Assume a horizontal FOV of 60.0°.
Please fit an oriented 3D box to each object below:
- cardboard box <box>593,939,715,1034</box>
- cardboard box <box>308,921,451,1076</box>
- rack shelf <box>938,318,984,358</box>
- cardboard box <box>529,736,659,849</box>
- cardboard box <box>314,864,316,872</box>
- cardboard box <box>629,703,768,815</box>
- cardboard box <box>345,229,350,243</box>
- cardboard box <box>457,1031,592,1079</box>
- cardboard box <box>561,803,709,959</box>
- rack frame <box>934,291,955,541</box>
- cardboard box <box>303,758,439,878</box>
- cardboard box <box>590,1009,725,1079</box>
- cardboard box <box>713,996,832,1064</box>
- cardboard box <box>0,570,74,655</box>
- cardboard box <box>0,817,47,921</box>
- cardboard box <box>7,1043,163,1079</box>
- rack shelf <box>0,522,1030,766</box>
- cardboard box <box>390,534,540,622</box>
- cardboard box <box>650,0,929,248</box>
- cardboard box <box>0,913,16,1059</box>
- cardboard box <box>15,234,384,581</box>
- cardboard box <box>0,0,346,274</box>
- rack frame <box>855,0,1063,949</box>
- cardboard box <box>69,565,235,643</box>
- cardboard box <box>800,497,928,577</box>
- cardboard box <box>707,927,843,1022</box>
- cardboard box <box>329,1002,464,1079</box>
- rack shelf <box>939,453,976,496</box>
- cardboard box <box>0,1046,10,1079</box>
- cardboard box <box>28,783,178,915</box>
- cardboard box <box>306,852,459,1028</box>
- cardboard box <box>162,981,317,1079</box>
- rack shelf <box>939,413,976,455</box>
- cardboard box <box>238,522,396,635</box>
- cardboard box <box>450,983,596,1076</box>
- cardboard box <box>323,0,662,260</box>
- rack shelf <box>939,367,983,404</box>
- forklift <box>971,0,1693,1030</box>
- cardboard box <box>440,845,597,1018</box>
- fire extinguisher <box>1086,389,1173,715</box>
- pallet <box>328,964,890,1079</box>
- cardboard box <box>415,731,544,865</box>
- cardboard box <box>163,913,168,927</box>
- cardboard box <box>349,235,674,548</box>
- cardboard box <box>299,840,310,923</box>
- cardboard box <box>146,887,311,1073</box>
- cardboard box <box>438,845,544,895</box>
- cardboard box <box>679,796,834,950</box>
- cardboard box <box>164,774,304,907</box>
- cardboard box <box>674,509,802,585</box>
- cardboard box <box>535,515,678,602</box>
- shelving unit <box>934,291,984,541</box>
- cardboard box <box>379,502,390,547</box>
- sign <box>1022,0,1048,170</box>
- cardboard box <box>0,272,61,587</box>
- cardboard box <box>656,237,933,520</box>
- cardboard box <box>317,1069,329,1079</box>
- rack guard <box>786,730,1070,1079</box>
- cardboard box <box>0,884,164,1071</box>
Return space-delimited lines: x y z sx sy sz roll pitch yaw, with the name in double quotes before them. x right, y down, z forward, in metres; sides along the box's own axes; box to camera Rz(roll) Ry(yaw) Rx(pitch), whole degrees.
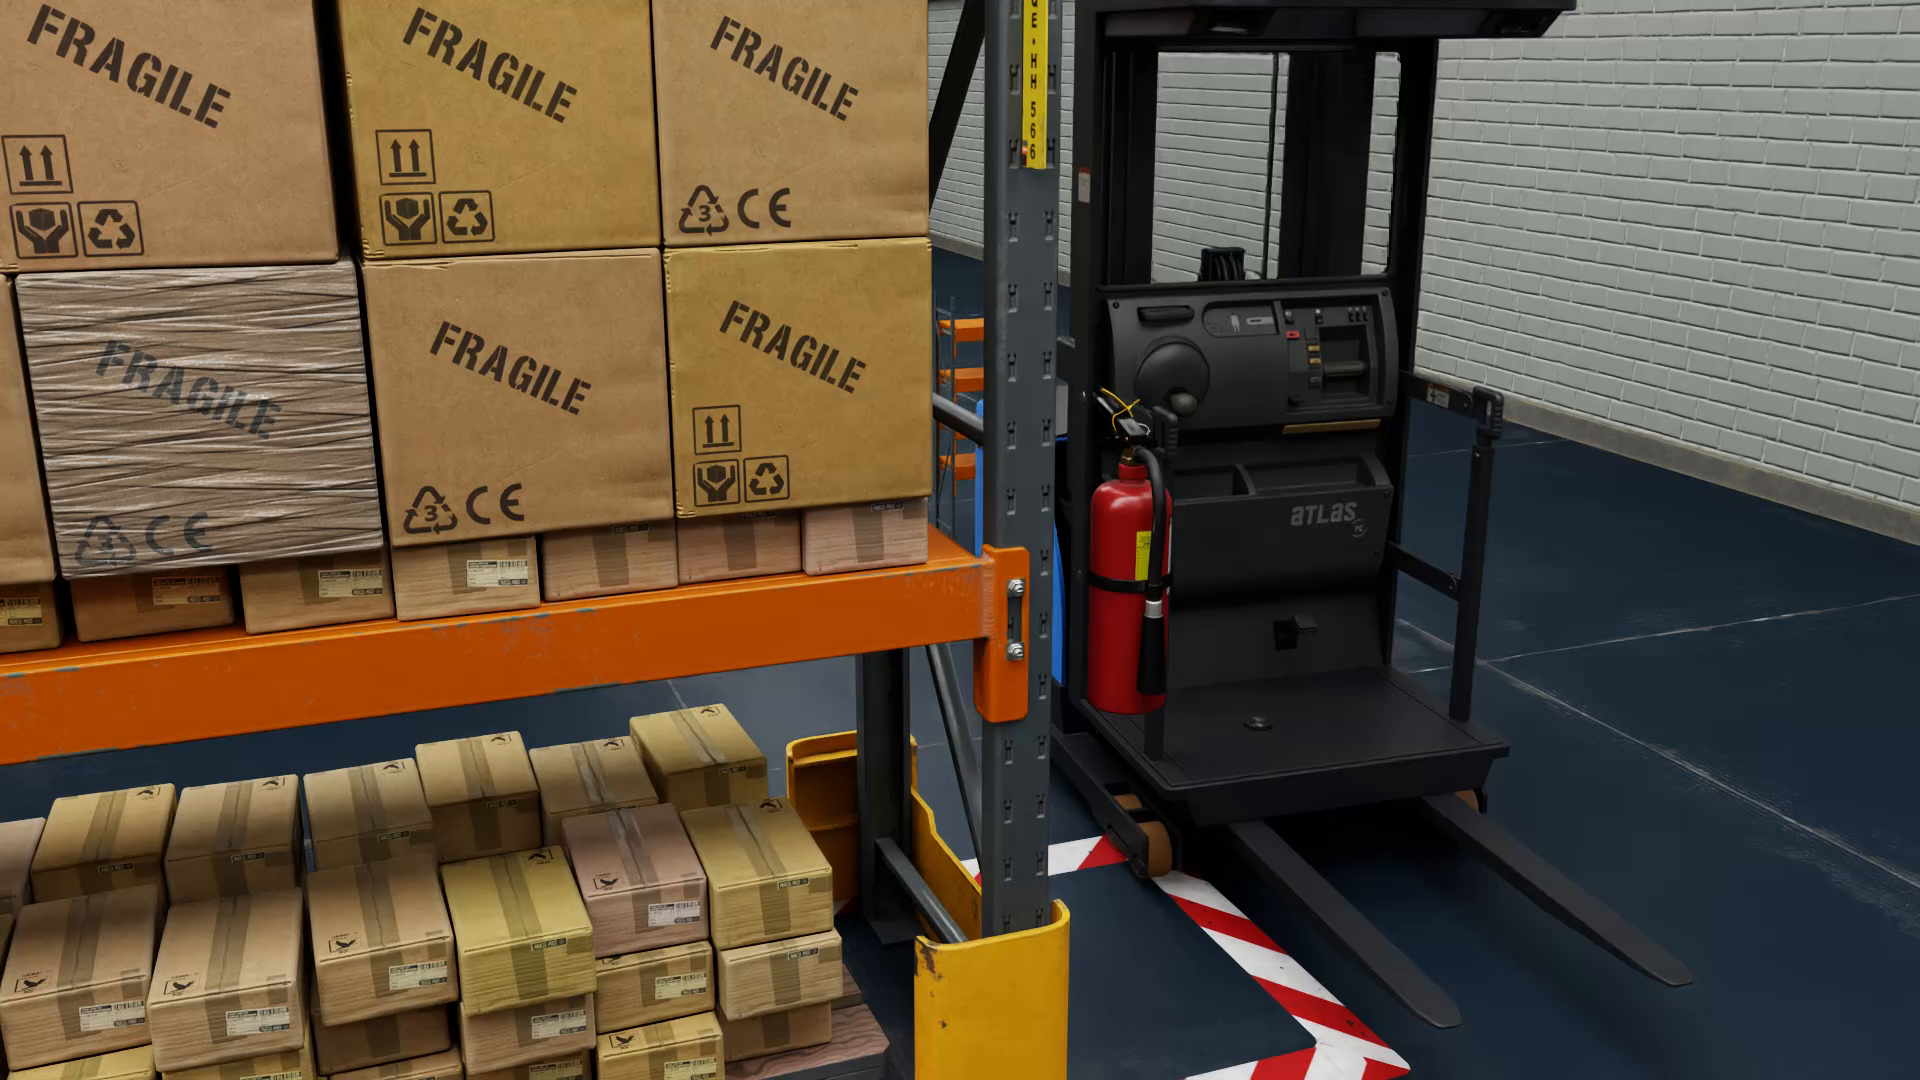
"cardboard box" -0.697 0.876 3.576 0.250 0.149 0.380 -7 18 -21
"cardboard box" -1.206 0.917 3.438 0.250 0.149 0.380 -6 18 -21
"rack shelf" 0.155 -0.969 7.875 0.480 0.148 0.258 -6 17 -20
"cardboard box" -0.868 0.616 3.935 0.250 0.149 0.380 -6 17 -19
"cardboard box" -1.375 0.779 3.907 0.250 0.149 0.380 -6 17 -18
"cardboard box" -0.654 0.557 4.137 0.250 0.149 0.380 -7 18 -23
"cardboard box" -1.052 -0.445 3.585 0.500 0.500 0.500 -6 17 -20
"cardboard box" -0.941 1.043 3.537 0.250 0.149 0.380 -6 17 -20
"cardboard box" -0.702 0.724 3.569 0.250 0.149 0.380 -6 17 -19
"rack frame" -0.073 -0.568 7.902 0.015 1.200 0.240 -6 17 -20
"cardboard box" -1.351 0.655 3.804 0.250 0.149 0.380 -7 18 -23
"cardboard box" -0.664 1.039 3.550 0.250 0.149 0.380 -6 17 -18
"cardboard box" -0.460 0.987 3.729 0.250 0.149 0.380 -6 17 -19
"cardboard box" -1.722 0.078 2.955 0.250 0.149 0.380 -6 17 -19
"cardboard box" -2.076 0.745 3.496 0.250 0.149 0.380 -6 17 -20
"cardboard box" -1.643 0.994 3.177 0.250 0.149 0.380 -5 17 -17
"rack shelf" -1.910 0.259 3.169 4.000 0.370 1.077 -6 17 -20
"cardboard box" -0.950 0.016 3.165 0.250 0.149 0.380 -6 17 -19
"cardboard box" -0.381 -0.847 3.177 0.500 0.500 0.500 -7 18 -21
"cardboard box" -1.914 0.865 3.086 0.250 0.149 0.380 -6 17 -20
"cardboard box" -1.323 -0.261 2.958 0.500 0.500 0.500 -6 17 -20
"cardboard box" -1.337 -0.741 2.817 0.500 0.500 0.500 -5 17 -17
"rack frame" -0.043 -0.288 3.754 0.127 3.000 1.000 -6 17 -20
"cardboard box" -1.480 0.047 3.061 0.250 0.149 0.380 -7 18 -22
"cardboard box" -0.246 -0.060 3.424 0.250 0.149 0.380 -6 17 -20
"cardboard box" -0.433 0.864 3.618 0.250 0.149 0.380 -7 18 -22
"cardboard box" -1.167 1.072 3.440 0.250 0.149 0.380 -6 17 -20
"rack shelf" 0.155 -0.337 8.061 0.480 0.148 0.258 -6 17 -20
"cardboard box" -1.890 1.029 3.058 0.250 0.149 0.380 -6 17 -20
"cardboard box" -1.875 0.695 3.668 0.250 0.149 0.380 -6 17 -19
"cardboard box" -1.162 0.792 3.334 0.250 0.149 0.380 -7 18 -22
"cardboard box" -1.397 0.973 3.249 0.250 0.149 0.380 -6 17 -19
"rack shelf" 0.155 -0.528 8.005 0.480 0.148 0.258 -6 17 -20
"cardboard box" -1.207 0.035 3.100 0.250 0.149 0.380 -7 18 -23
"cardboard box" -0.918 0.917 3.438 0.250 0.149 0.380 -7 18 -22
"cardboard box" -0.854 -0.795 3.003 0.500 0.500 0.500 -7 18 -22
"rack shelf" 0.155 -0.742 7.942 0.480 0.148 0.258 -6 17 -20
"forklift" 0.947 -0.556 4.789 1.130 2.935 3.031 -5 17 -16
"cardboard box" -0.898 0.783 3.367 0.250 0.149 0.380 -7 18 -21
"fire extinguisher" 0.358 0.024 3.491 0.183 0.674 0.296 -6 17 -20
"pallet" -0.885 1.131 3.874 1.213 0.211 1.003 -6 17 -20
"cardboard box" -1.149 0.608 3.963 0.250 0.149 0.380 -6 17 -20
"cardboard box" -1.827 0.869 3.601 0.250 0.149 0.380 -5 17 -17
"cardboard box" -0.853 -0.315 3.141 0.500 0.500 0.500 -6 18 -21
"cardboard box" -1.589 0.831 3.731 0.250 0.149 0.380 -7 18 -23
"cardboard box" -1.393 0.834 3.192 0.250 0.149 0.380 -5 17 -18
"cardboard box" -1.097 0.782 3.898 0.250 0.149 0.380 -6 17 -19
"cardboard box" -0.446 0.713 3.604 0.250 0.149 0.380 -6 17 -19
"cardboard box" -1.613 0.680 3.717 0.250 0.149 0.380 -5 17 -18
"cardboard box" -0.492 -0.045 3.373 0.250 0.149 0.380 -6 17 -20
"cardboard box" -0.720 -0.015 3.273 0.250 0.149 0.380 -6 18 -21
"shelving unit" 0.155 -0.592 7.986 0.503 1.200 0.258 -6 17 -20
"cardboard box" -1.149 -0.109 3.591 0.250 0.149 0.380 -5 17 -17
"sign" 0.137 -0.847 3.042 0.005 0.325 0.100 -6 17 -20
"cardboard box" -1.792 -0.214 2.796 0.500 0.500 0.500 -5 17 -17
"cardboard box" -0.370 -0.365 3.313 0.500 0.500 0.500 -6 17 -19
"cardboard box" -1.383 1.114 3.296 0.250 0.149 0.380 -7 18 -23
"rack guard" -0.114 0.919 4.080 0.348 0.500 1.175 -6 17 -20
"cardboard box" -1.679 0.832 3.201 0.250 0.149 0.380 -7 18 -22
